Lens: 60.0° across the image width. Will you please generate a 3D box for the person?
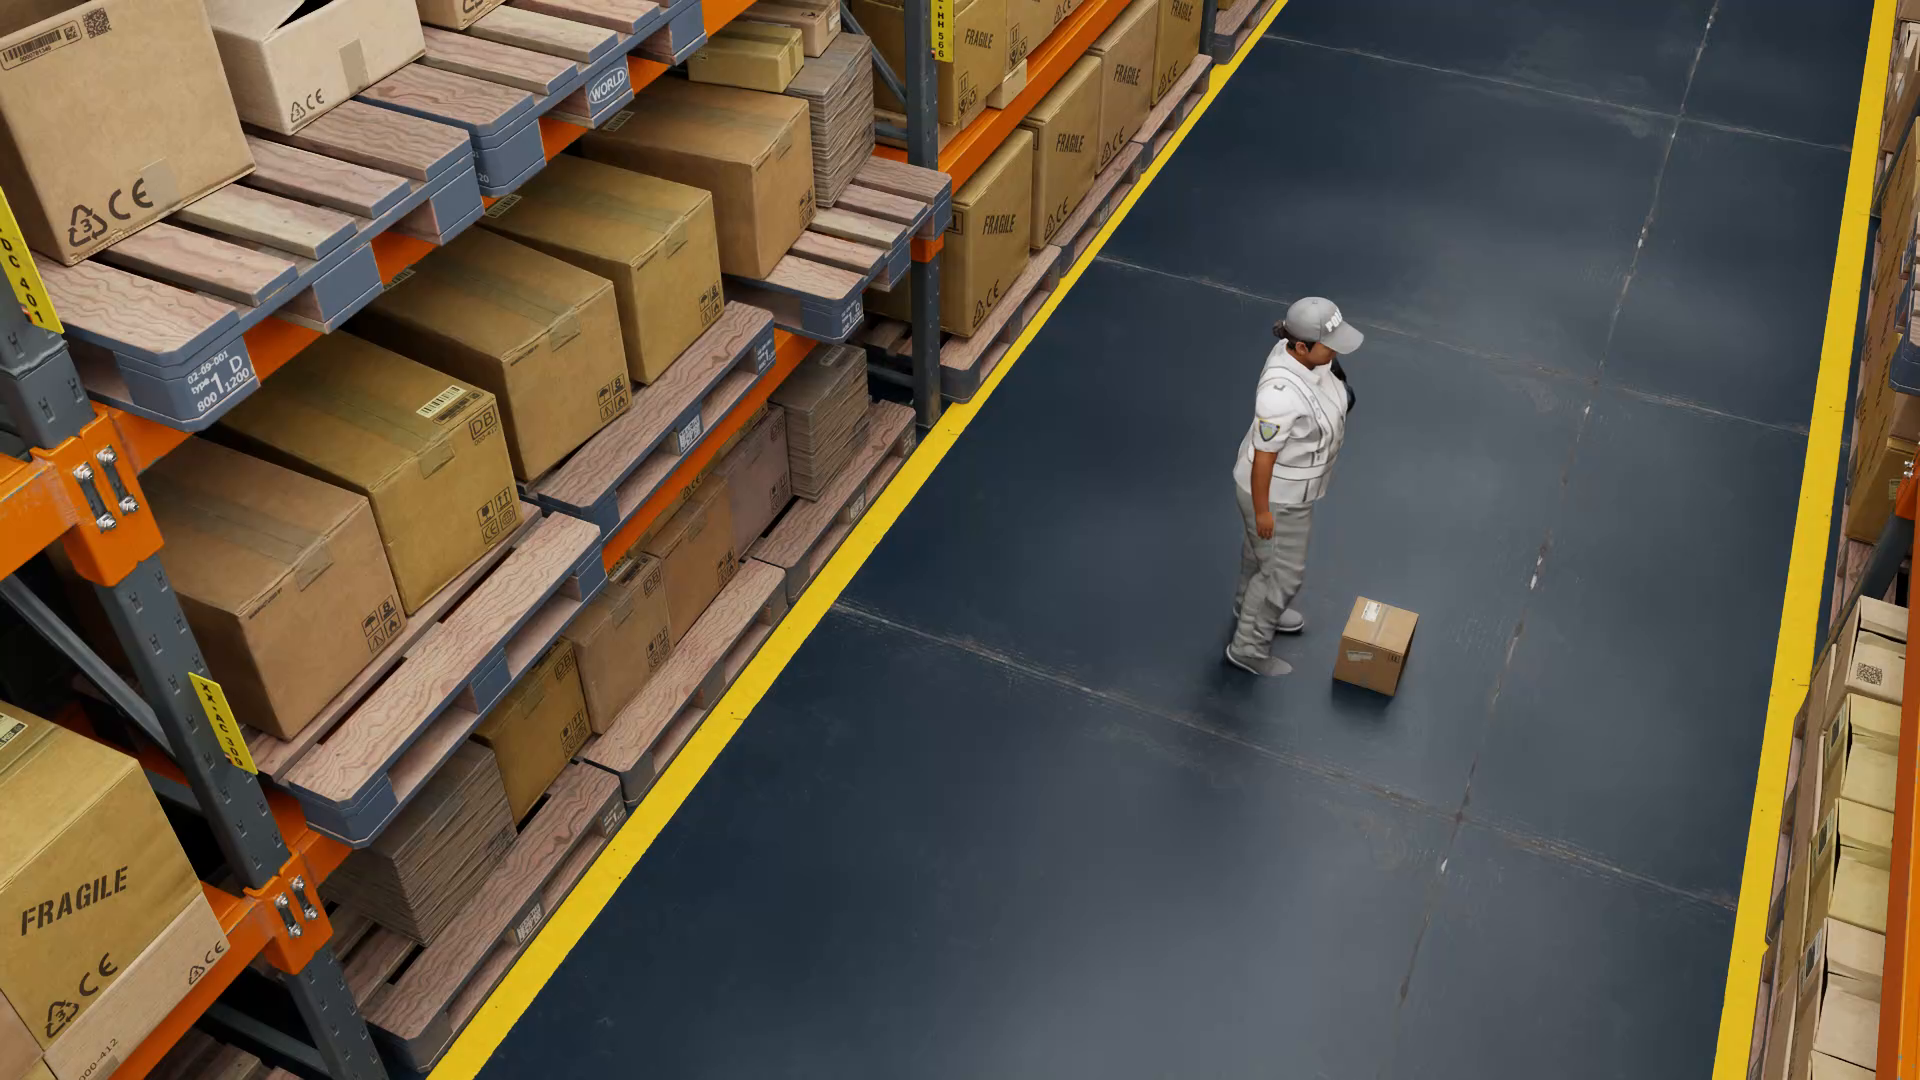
[{"bbox_3d":[1.253,-0.219,6.426,0.392,1.714,0.520,14,44,15],"label":"person"}]
